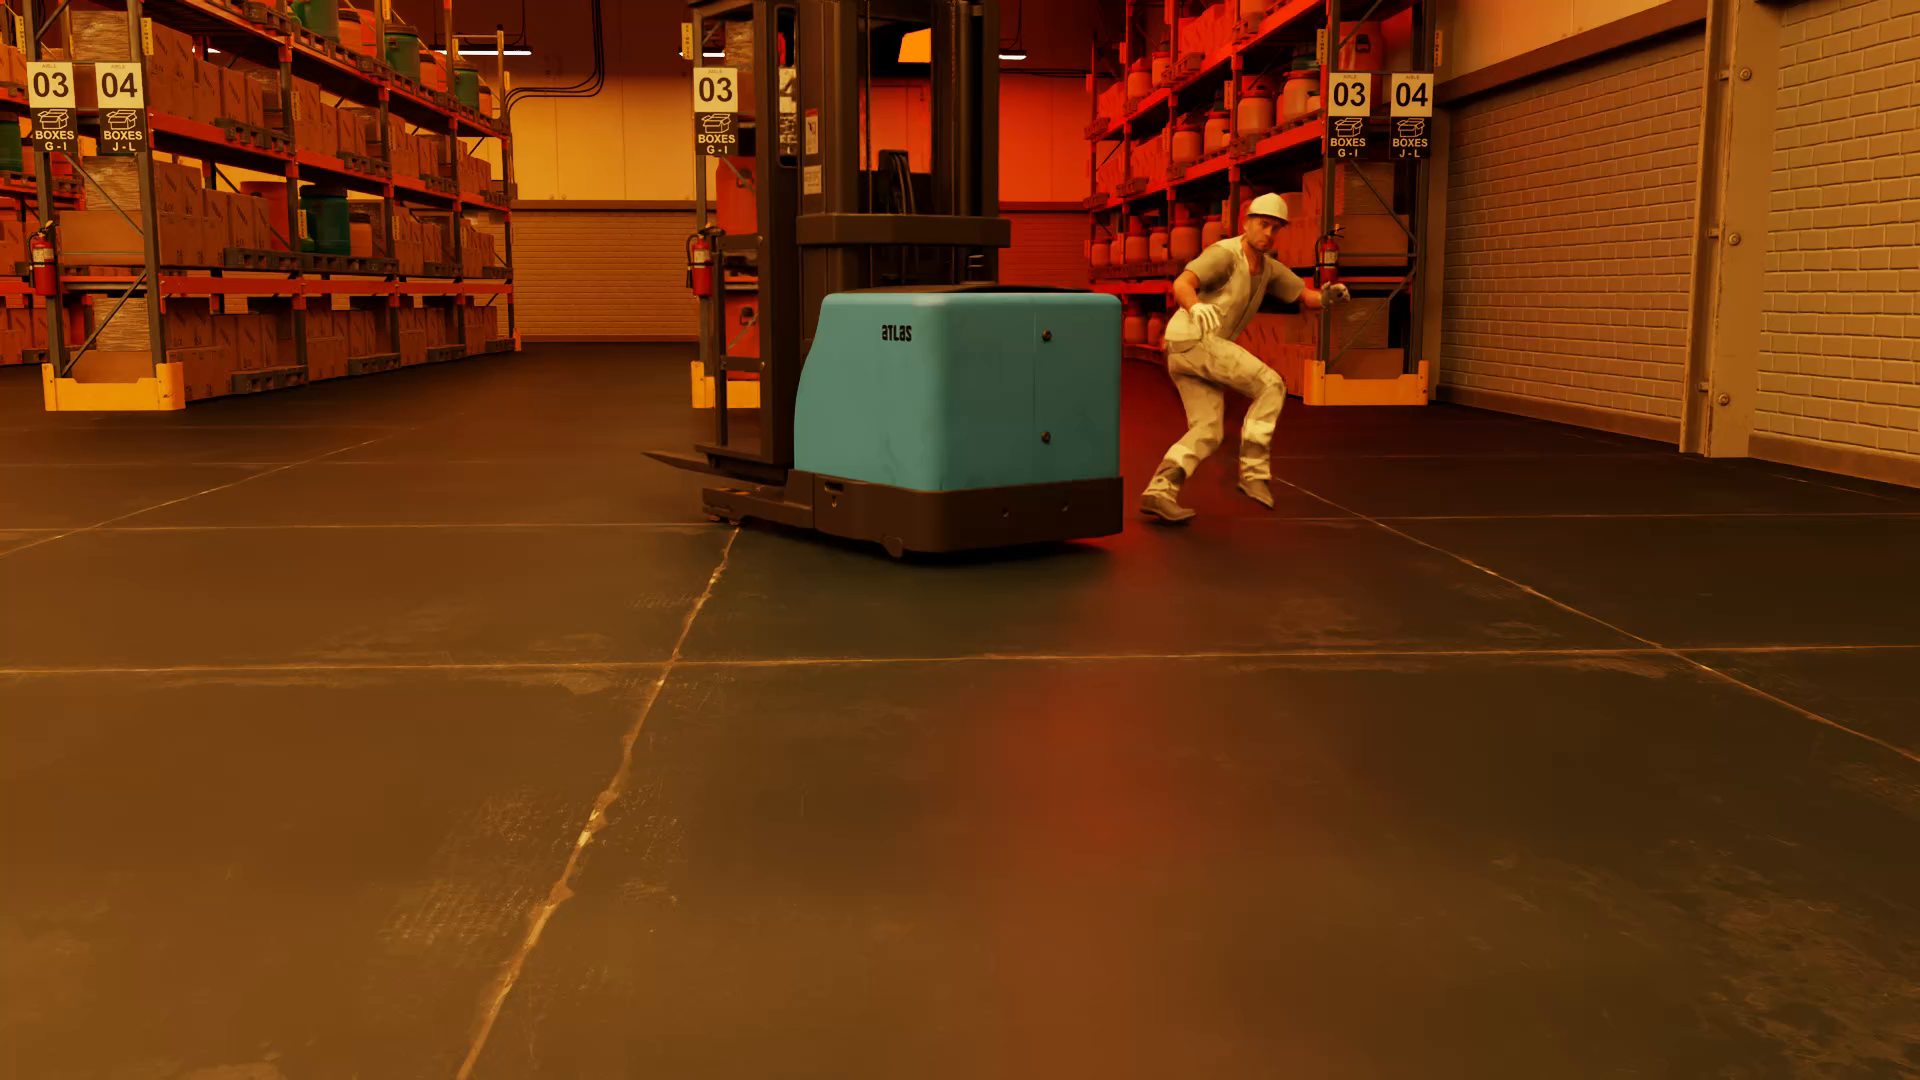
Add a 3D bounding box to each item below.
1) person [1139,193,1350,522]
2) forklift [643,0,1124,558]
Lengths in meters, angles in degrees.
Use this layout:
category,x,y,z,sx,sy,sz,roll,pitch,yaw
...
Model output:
category,x,y,z,sx,sy,sz,roll,pitch,yaw
person,1.362,-0.880,7.923,0.901,1.530,1.004,4,9,24
forklift,-0.567,-1.549,7.761,1.130,2.935,3.031,-6,10,-35
